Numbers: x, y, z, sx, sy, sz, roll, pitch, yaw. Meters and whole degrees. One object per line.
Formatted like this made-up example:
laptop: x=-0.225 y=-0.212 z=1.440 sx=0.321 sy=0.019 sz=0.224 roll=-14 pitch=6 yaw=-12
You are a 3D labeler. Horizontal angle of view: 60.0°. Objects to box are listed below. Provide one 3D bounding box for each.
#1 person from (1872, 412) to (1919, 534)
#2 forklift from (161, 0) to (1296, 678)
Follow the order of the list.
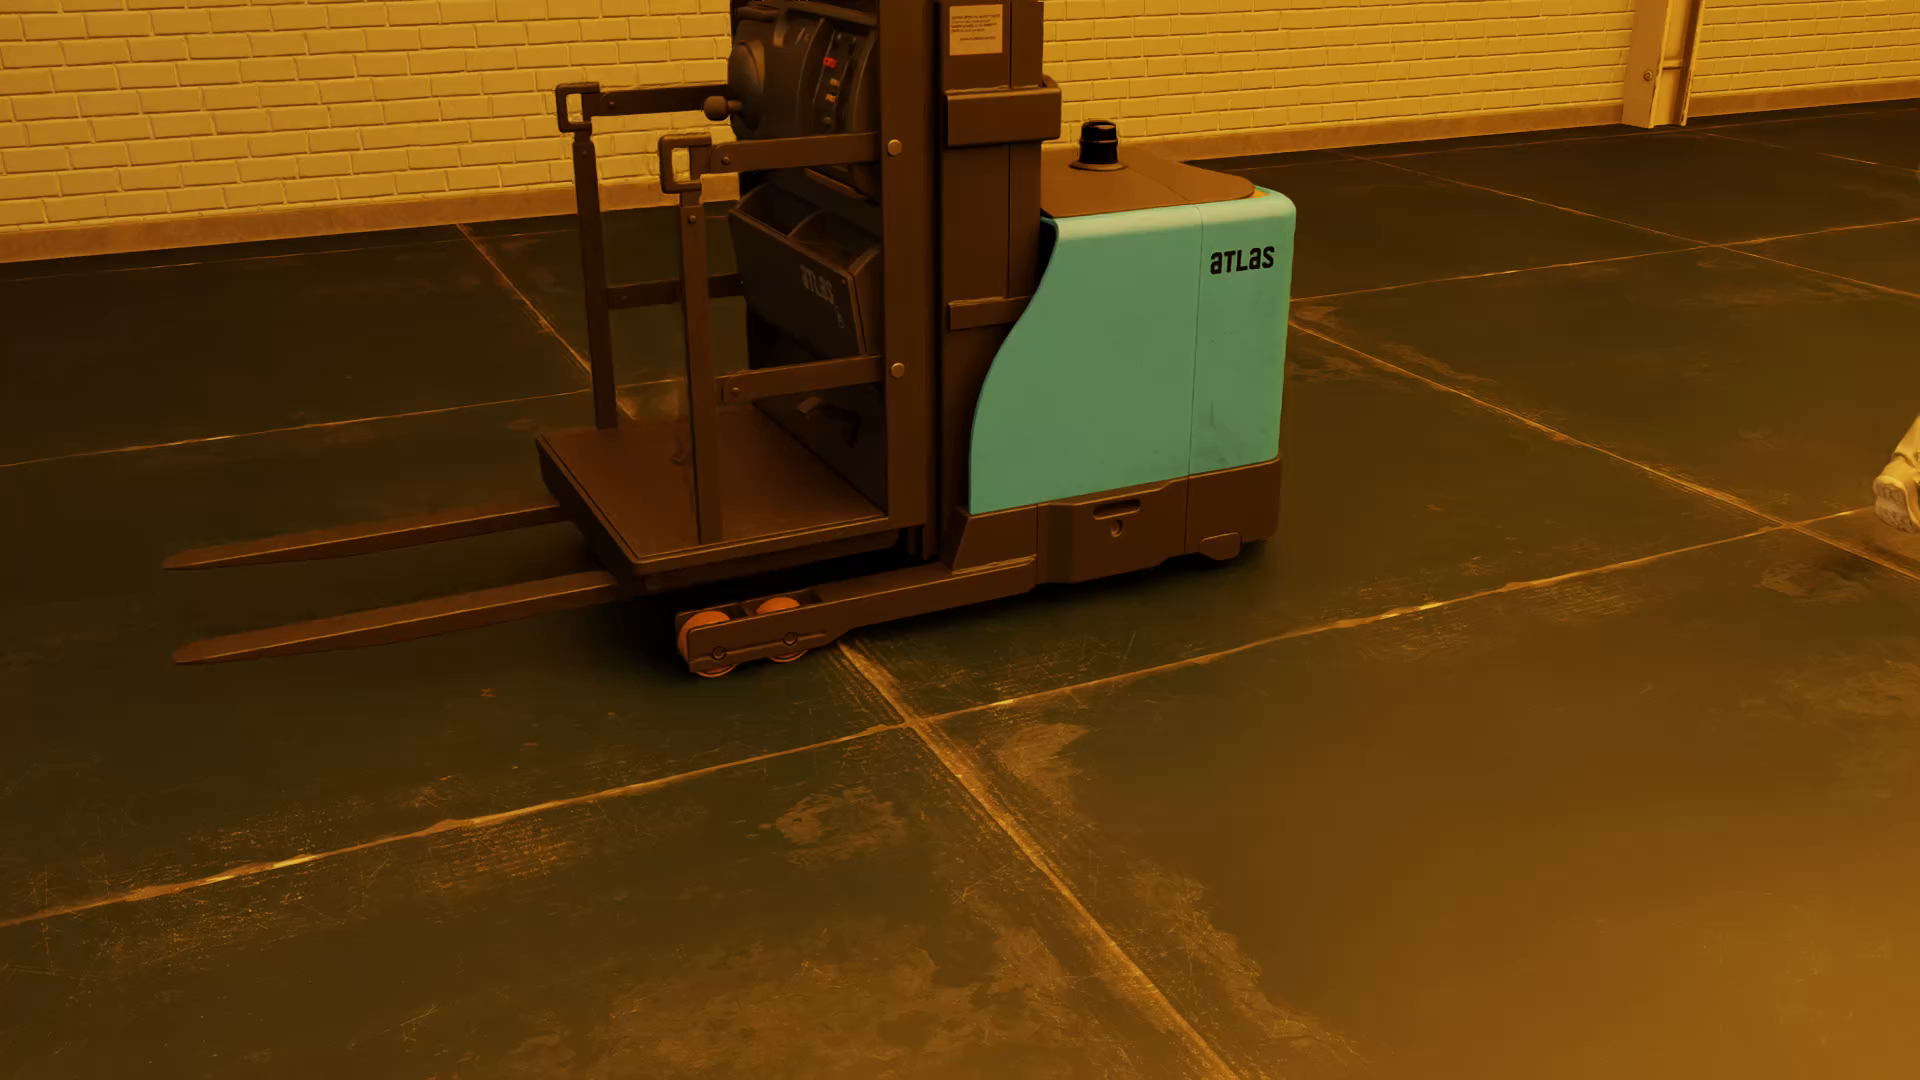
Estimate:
person: x=2.968 y=-0.700 z=4.649 sx=0.452 sy=1.649 sz=0.659 roll=-8 pitch=24 yaw=-20
forklift: x=-0.603 y=-1.233 z=4.253 sx=3.031 sy=2.935 sz=1.130 roll=-11 pitch=25 yaw=-24
